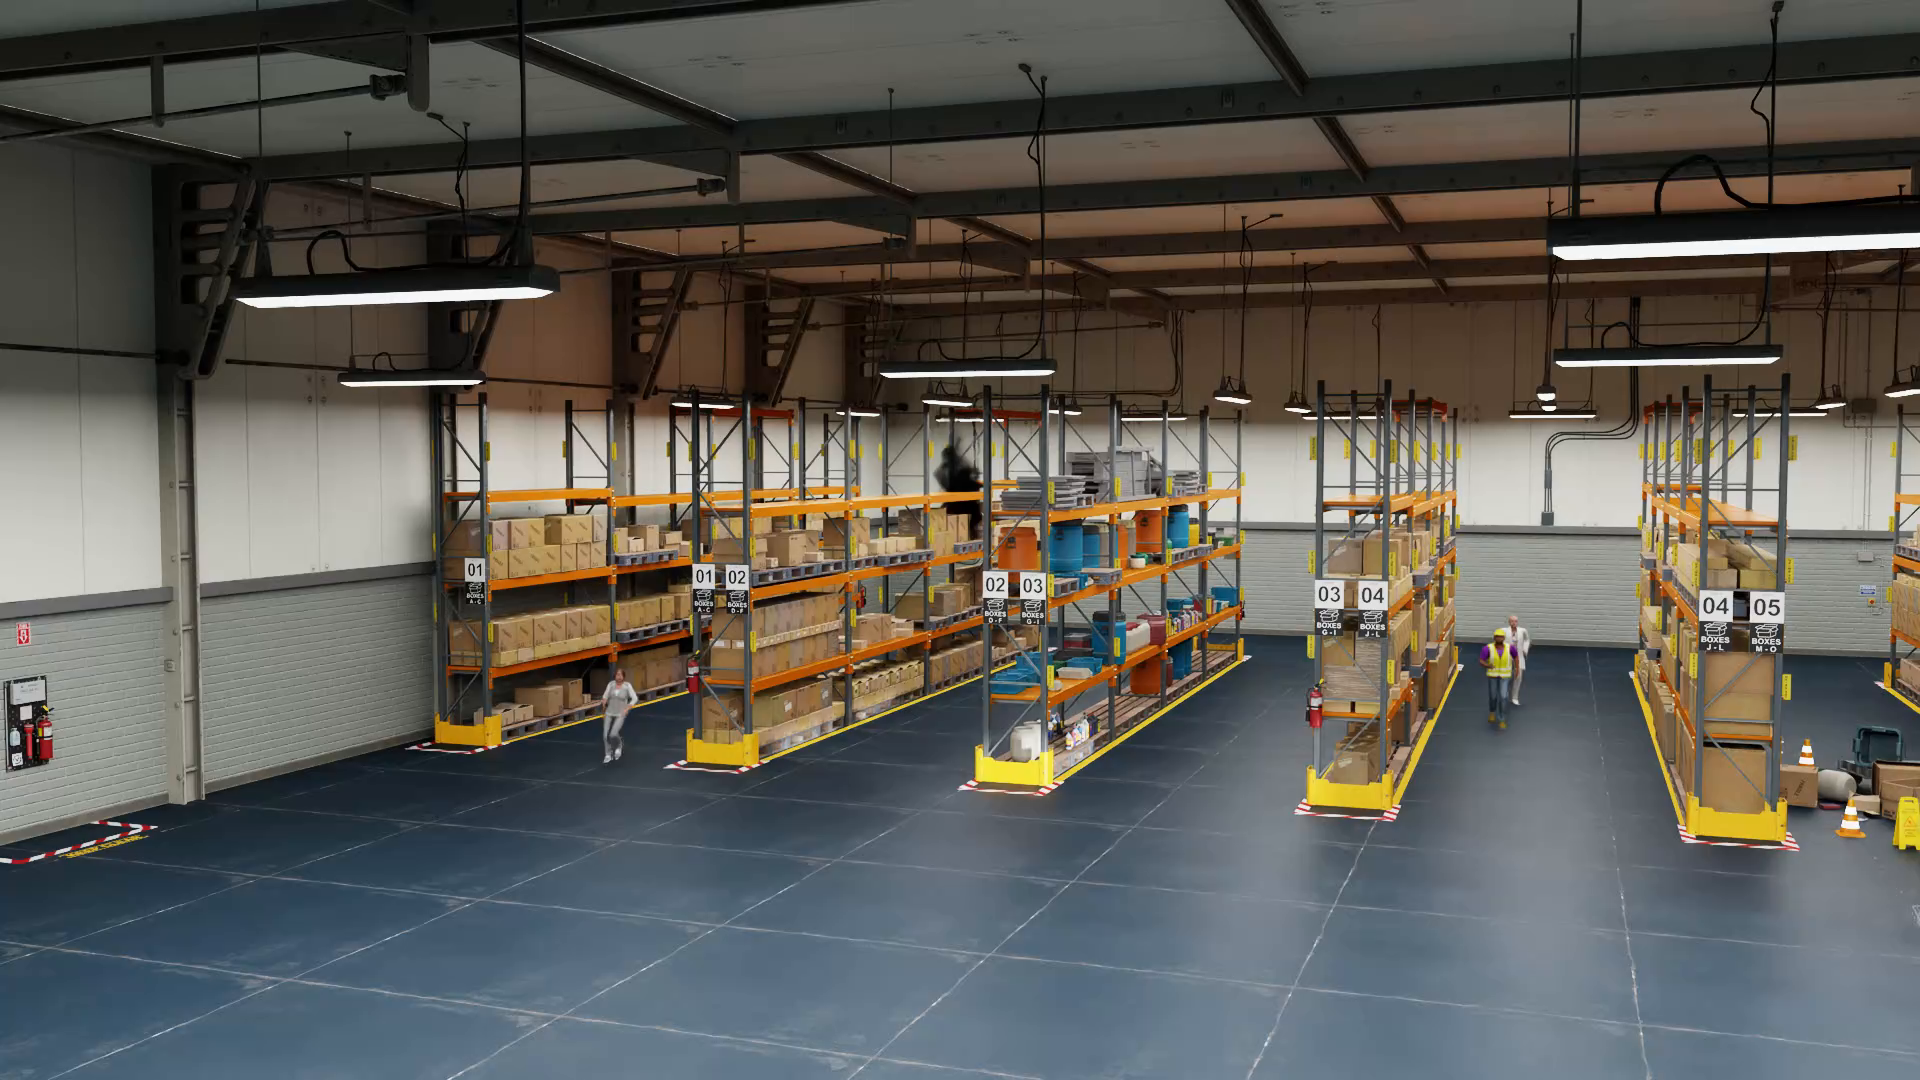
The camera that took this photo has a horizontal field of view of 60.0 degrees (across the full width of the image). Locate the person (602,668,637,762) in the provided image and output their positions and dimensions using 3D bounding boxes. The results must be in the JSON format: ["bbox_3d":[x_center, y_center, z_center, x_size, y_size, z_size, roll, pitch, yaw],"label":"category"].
[{"bbox_3d":[-5.507,2.818,26.670,0.542,1.534,0.497,1,3,11],"label":"person"}]

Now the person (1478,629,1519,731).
[{"bbox_3d":[9.788,2.506,30.215,0.725,1.799,0.859,1,3,14],"label":"person"}]

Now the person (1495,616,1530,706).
[{"bbox_3d":[10.983,2.367,33.078,0.698,1.753,0.927,0,3,7],"label":"person"}]

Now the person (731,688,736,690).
[{"bbox_3d":[-4.083,2.517,31.058,0.551,1.626,0.688,0,3,7],"label":"person"}]
